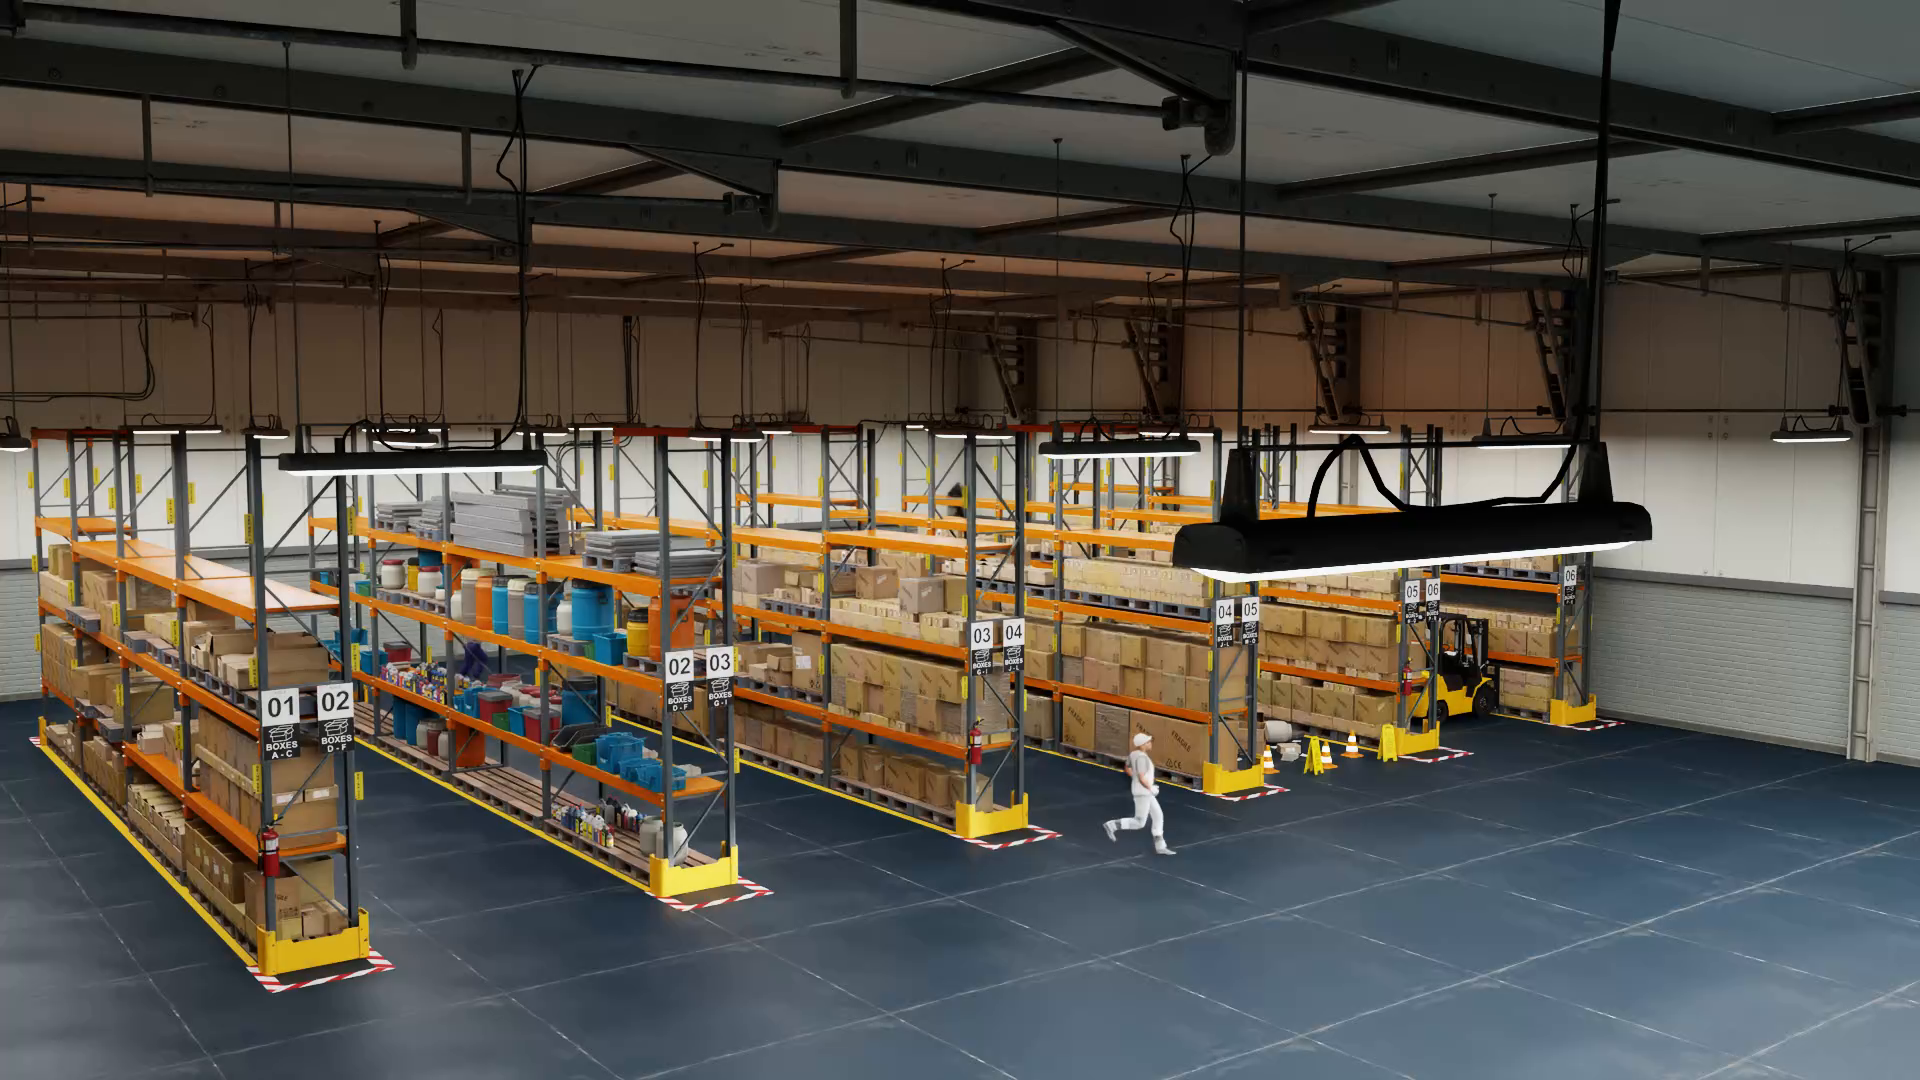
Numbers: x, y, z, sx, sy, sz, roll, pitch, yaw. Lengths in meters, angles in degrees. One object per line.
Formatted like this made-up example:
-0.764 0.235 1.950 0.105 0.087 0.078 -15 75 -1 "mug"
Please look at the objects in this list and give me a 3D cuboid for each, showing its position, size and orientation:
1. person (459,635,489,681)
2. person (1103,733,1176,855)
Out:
-11.150 2.527 38.081 0.838 1.640 0.613 -1 5 -13 "person"
2.555 3.619 23.618 1.050 1.763 0.634 0 4 4 "person"
